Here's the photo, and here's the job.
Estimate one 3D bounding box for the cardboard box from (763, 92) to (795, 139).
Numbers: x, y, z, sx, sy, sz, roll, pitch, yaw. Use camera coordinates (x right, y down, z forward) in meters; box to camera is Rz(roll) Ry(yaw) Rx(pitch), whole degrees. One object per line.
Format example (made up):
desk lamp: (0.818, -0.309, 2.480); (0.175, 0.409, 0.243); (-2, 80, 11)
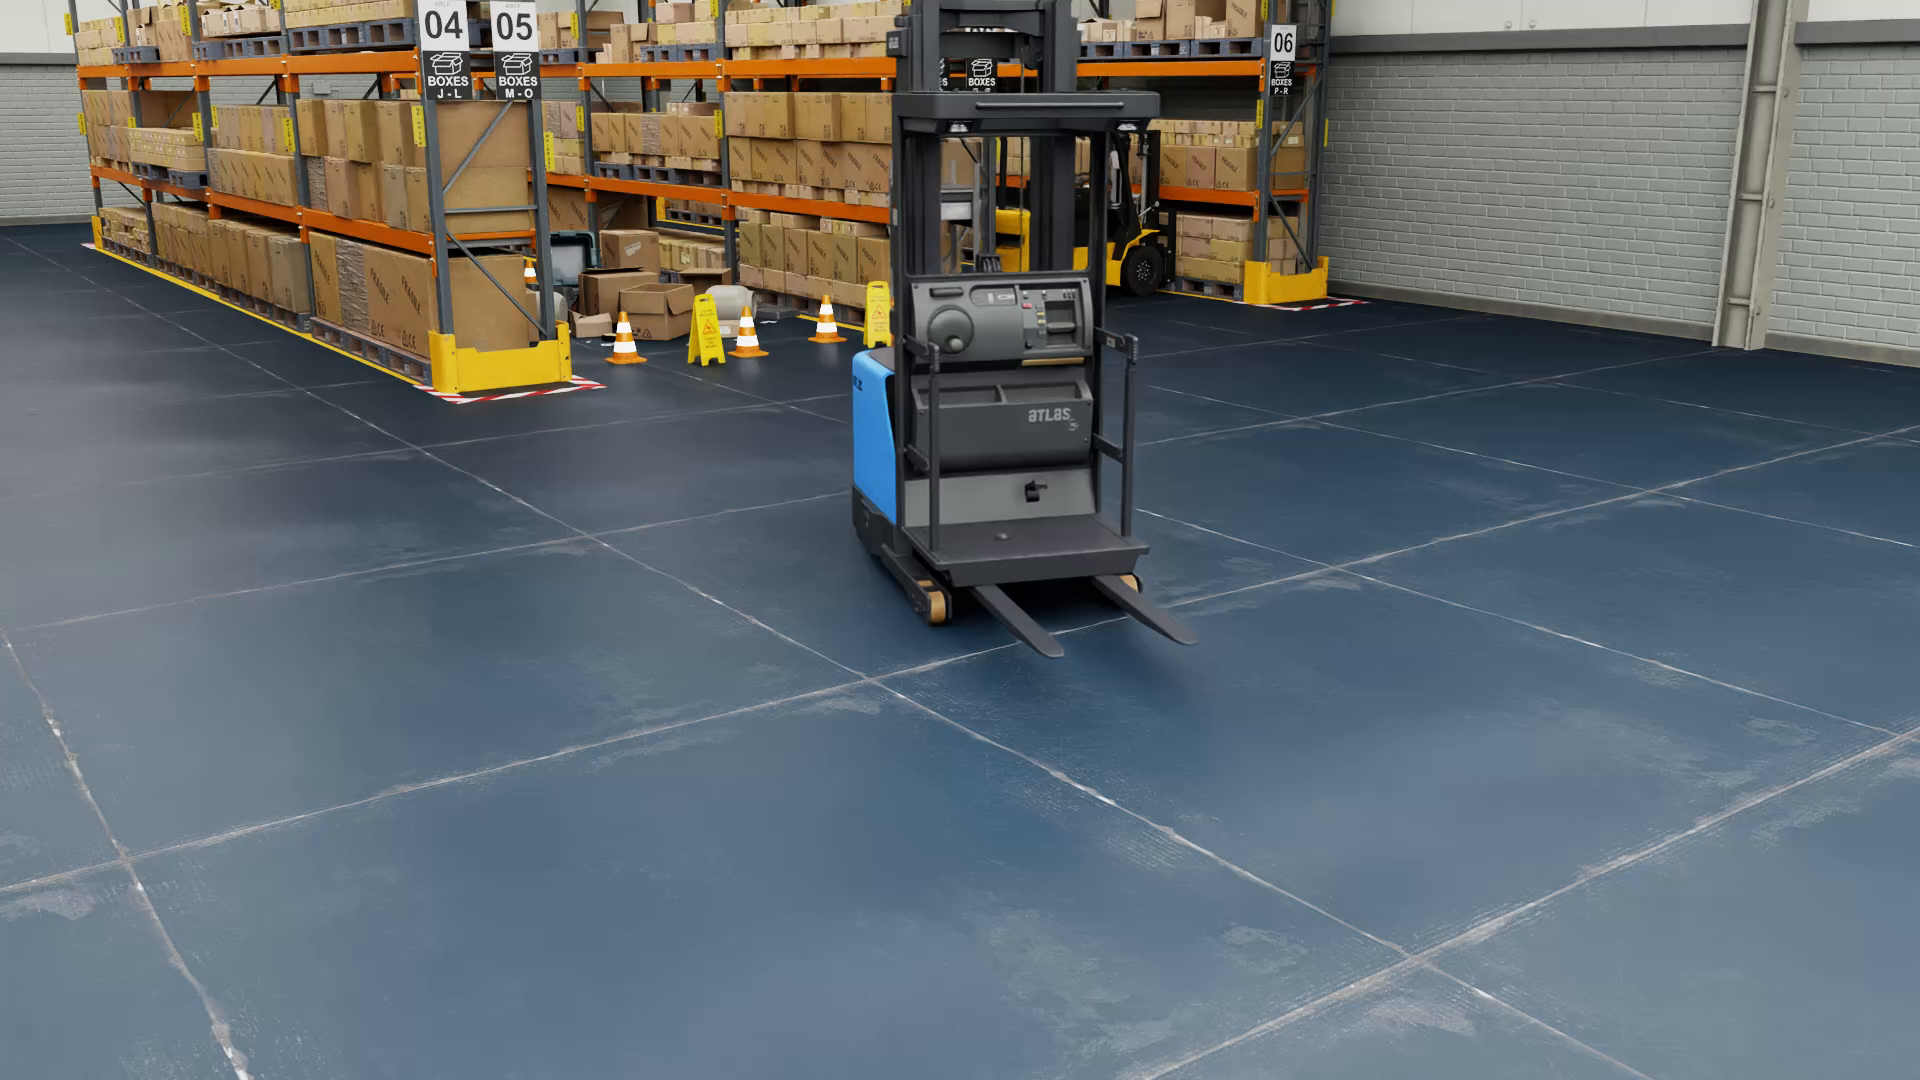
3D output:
cardboard box: (-1.777, -4.783, 18.721); (0.700, 0.500, 0.500); (-11, 19, -36)

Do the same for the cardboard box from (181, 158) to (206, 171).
cardboard box: (-9.375, -4.640, 20.526); (0.380, 0.149, 0.250); (-10, 18, -34)

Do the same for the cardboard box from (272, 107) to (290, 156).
cardboard box: (-6.962, -4.415, 17.943); (0.700, 0.500, 0.500); (-11, 19, -35)

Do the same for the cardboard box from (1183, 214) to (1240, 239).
cardboard box: (3.120, -3.894, 20.640); (0.500, 0.250, 0.500); (-10, 18, -34)

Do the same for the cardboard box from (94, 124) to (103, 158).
cardboard box: (-13.041, -6.175, 25.703); (0.500, 0.500, 0.500); (-11, 19, -34)

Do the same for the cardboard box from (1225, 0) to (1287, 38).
cardboard box: (3.491, -6.180, 19.616); (0.500, 0.500, 0.500); (-10, 18, -33)

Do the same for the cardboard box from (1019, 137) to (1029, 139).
cardboard box: (1.049, -5.683, 23.241); (0.380, 0.149, 0.250); (-11, 19, -35)

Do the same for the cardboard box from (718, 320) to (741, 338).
cardboard box: (-2.469, -2.197, 17.322); (0.380, 0.149, 0.250); (-2, 15, -6)

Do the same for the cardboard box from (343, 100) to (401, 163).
cardboard box: (-5.230, -3.831, 15.563); (0.875, 0.550, 0.500); (-11, 19, -35)

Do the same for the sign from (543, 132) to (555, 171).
sign: (-3.557, -3.357, 14.368); (0.100, 0.325, 0.005); (-11, 19, -35)

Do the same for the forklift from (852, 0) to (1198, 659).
forklift: (0.277, -1.117, 8.106); (1.130, 2.935, 3.031); (-4, 16, -16)

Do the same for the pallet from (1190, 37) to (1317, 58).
pallet: (3.553, -5.936, 20.069); (1.003, 0.211, 1.213); (-11, 19, -35)

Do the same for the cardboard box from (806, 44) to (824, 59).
cardboard box: (-1.440, -5.285, 17.999); (0.380, 0.149, 0.250); (-11, 19, -35)

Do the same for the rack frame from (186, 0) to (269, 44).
rack frame: (-8.713, -7.418, 19.632); (1.000, 3.000, 0.127); (-11, 19, -35)

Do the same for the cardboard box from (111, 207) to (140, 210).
cardboard box: (-13.124, -5.142, 26.160); (0.380, 0.149, 0.250); (-10, 18, -34)

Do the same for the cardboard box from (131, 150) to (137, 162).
cardboard box: (-11.206, -5.304, 22.955); (0.380, 0.149, 0.250); (-12, 19, -37)

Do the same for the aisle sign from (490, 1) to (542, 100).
aisle sign: (-3.725, -4.101, 13.955); (0.394, 0.787, 0.004); (-11, 19, -35)

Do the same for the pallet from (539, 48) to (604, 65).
pallet: (-5.190, -6.799, 23.412); (1.213, 0.211, 1.003); (-10, 18, -32)

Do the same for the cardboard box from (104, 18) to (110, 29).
cardboard box: (-12.090, -7.432, 23.948); (0.380, 0.149, 0.250); (-12, 19, -37)

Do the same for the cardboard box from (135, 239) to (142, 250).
cardboard box: (-11.864, -4.352, 24.399); (0.380, 0.149, 0.250); (-12, 19, -36)

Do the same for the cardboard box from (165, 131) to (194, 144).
cardboard box: (-9.832, -5.093, 21.054); (0.380, 0.149, 0.250); (-10, 18, -33)

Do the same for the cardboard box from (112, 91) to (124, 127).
cardboard box: (-11.869, -6.220, 23.974); (0.500, 0.500, 0.500); (-12, 19, -36)

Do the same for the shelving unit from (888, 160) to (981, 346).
shelving unit: (-0.154, -1.171, 9.877); (0.431, 2.100, 0.503); (-4, 16, -16)

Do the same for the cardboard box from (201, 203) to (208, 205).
cardboard box: (-10.131, -4.505, 22.874); (0.500, 0.250, 0.500); (-10, 18, -32)

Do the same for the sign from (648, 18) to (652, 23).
sign: (-4.329, -7.094, 23.152); (0.100, 0.325, 0.005); (-11, 19, -35)

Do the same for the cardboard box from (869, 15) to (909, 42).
cardboard box: (-0.584, -5.191, 16.900); (0.500, 0.250, 0.500); (-11, 19, -35)

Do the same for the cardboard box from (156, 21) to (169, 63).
cardboard box: (-9.850, -6.314, 21.092); (0.500, 0.500, 0.500); (-11, 19, -35)

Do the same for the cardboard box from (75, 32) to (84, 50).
cardboard box: (-13.363, -7.712, 25.726); (0.500, 0.250, 0.500); (-11, 18, -34)

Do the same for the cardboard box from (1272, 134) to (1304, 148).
cardboard box: (3.958, -4.851, 20.200); (0.380, 0.149, 0.250); (-11, 19, -36)

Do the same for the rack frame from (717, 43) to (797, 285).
rack frame: (-2.417, -4.460, 20.190); (1.000, 3.000, 0.127); (-11, 19, -35)

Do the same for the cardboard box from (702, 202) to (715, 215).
cardboard box: (-4.476, -6.328, 30.955); (0.500, 0.500, 0.500); (-10, 18, -34)

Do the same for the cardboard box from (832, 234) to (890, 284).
cardboard box: (-1.056, -3.086, 18.160); (0.500, 0.500, 0.500); (-10, 18, -33)

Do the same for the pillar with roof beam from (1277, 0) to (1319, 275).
pillar with roof beam: (0.785, -6.891, 17.708); (9.100, 9.000, 0.400); (-11, 19, -35)

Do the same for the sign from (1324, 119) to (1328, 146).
sign: (4.400, -4.918, 20.072); (0.100, 0.325, 0.005); (-11, 19, -35)

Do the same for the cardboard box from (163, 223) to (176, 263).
cardboard box: (-10.533, -4.064, 22.681); (0.500, 0.500, 0.500); (-10, 18, -32)

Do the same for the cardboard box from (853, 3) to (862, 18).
cardboard box: (-0.895, -5.517, 17.336); (0.380, 0.149, 0.250); (-11, 19, -34)

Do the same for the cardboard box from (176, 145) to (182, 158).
cardboard box: (-9.530, -4.841, 20.697); (0.380, 0.149, 0.250); (-10, 18, -32)

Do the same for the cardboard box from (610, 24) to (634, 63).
cardboard box: (-4.219, -6.605, 22.156); (0.700, 0.500, 0.500); (-11, 19, -35)

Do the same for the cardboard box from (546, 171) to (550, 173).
cardboard box: (-5.872, -5.526, 24.369); (0.500, 0.250, 0.500); (-11, 19, -35)

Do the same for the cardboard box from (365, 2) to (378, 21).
cardboard box: (-4.926, -4.574, 14.413); (0.380, 0.149, 0.250); (-11, 19, -34)

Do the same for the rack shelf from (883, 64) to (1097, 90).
rack shelf: (0.420, -6.758, 24.267); (1.077, 0.370, 4.000); (-11, 19, -35)

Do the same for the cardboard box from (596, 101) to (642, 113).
cardboard box: (-4.861, -5.988, 23.689); (0.500, 0.500, 0.500); (-12, 19, -36)

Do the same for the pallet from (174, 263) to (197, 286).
pallet: (-9.885, -3.607, 22.354); (1.003, 0.211, 1.213); (-11, 19, -35)

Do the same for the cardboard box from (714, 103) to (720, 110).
cardboard box: (-3.129, -5.539, 21.353); (0.380, 0.149, 0.250); (-10, 18, -31)

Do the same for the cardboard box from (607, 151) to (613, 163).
cardboard box: (-4.589, -5.232, 22.690); (0.380, 0.149, 0.250); (-12, 20, -38)

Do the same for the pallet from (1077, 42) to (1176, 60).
pallet: (2.119, -6.457, 21.973); (1.003, 0.211, 1.213); (-11, 19, -35)

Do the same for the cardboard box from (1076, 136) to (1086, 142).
cardboard box: (1.724, -5.428, 22.310); (0.380, 0.149, 0.250); (-10, 18, -33)

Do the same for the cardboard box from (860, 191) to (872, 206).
cardboard box: (-0.830, -3.626, 17.620); (0.380, 0.149, 0.250); (-11, 19, -35)

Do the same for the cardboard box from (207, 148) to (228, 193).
cardboard box: (-8.668, -4.435, 19.908); (0.500, 0.500, 0.500); (-11, 19, -34)

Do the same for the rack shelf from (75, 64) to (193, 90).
rack shelf: (-12.241, -6.905, 24.805); (1.077, 0.370, 4.000); (-11, 19, -35)

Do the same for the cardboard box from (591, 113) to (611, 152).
cardboard box: (-4.691, -5.576, 22.720); (0.500, 0.500, 0.500); (-12, 19, -36)

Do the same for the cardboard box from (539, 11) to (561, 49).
cardboard box: (-5.504, -7.194, 23.511); (0.700, 0.500, 0.500); (-12, 19, -37)

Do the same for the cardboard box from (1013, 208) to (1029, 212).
cardboard box: (1.280, -4.398, 23.666); (0.875, 0.625, 0.625); (-10, 18, -32)
